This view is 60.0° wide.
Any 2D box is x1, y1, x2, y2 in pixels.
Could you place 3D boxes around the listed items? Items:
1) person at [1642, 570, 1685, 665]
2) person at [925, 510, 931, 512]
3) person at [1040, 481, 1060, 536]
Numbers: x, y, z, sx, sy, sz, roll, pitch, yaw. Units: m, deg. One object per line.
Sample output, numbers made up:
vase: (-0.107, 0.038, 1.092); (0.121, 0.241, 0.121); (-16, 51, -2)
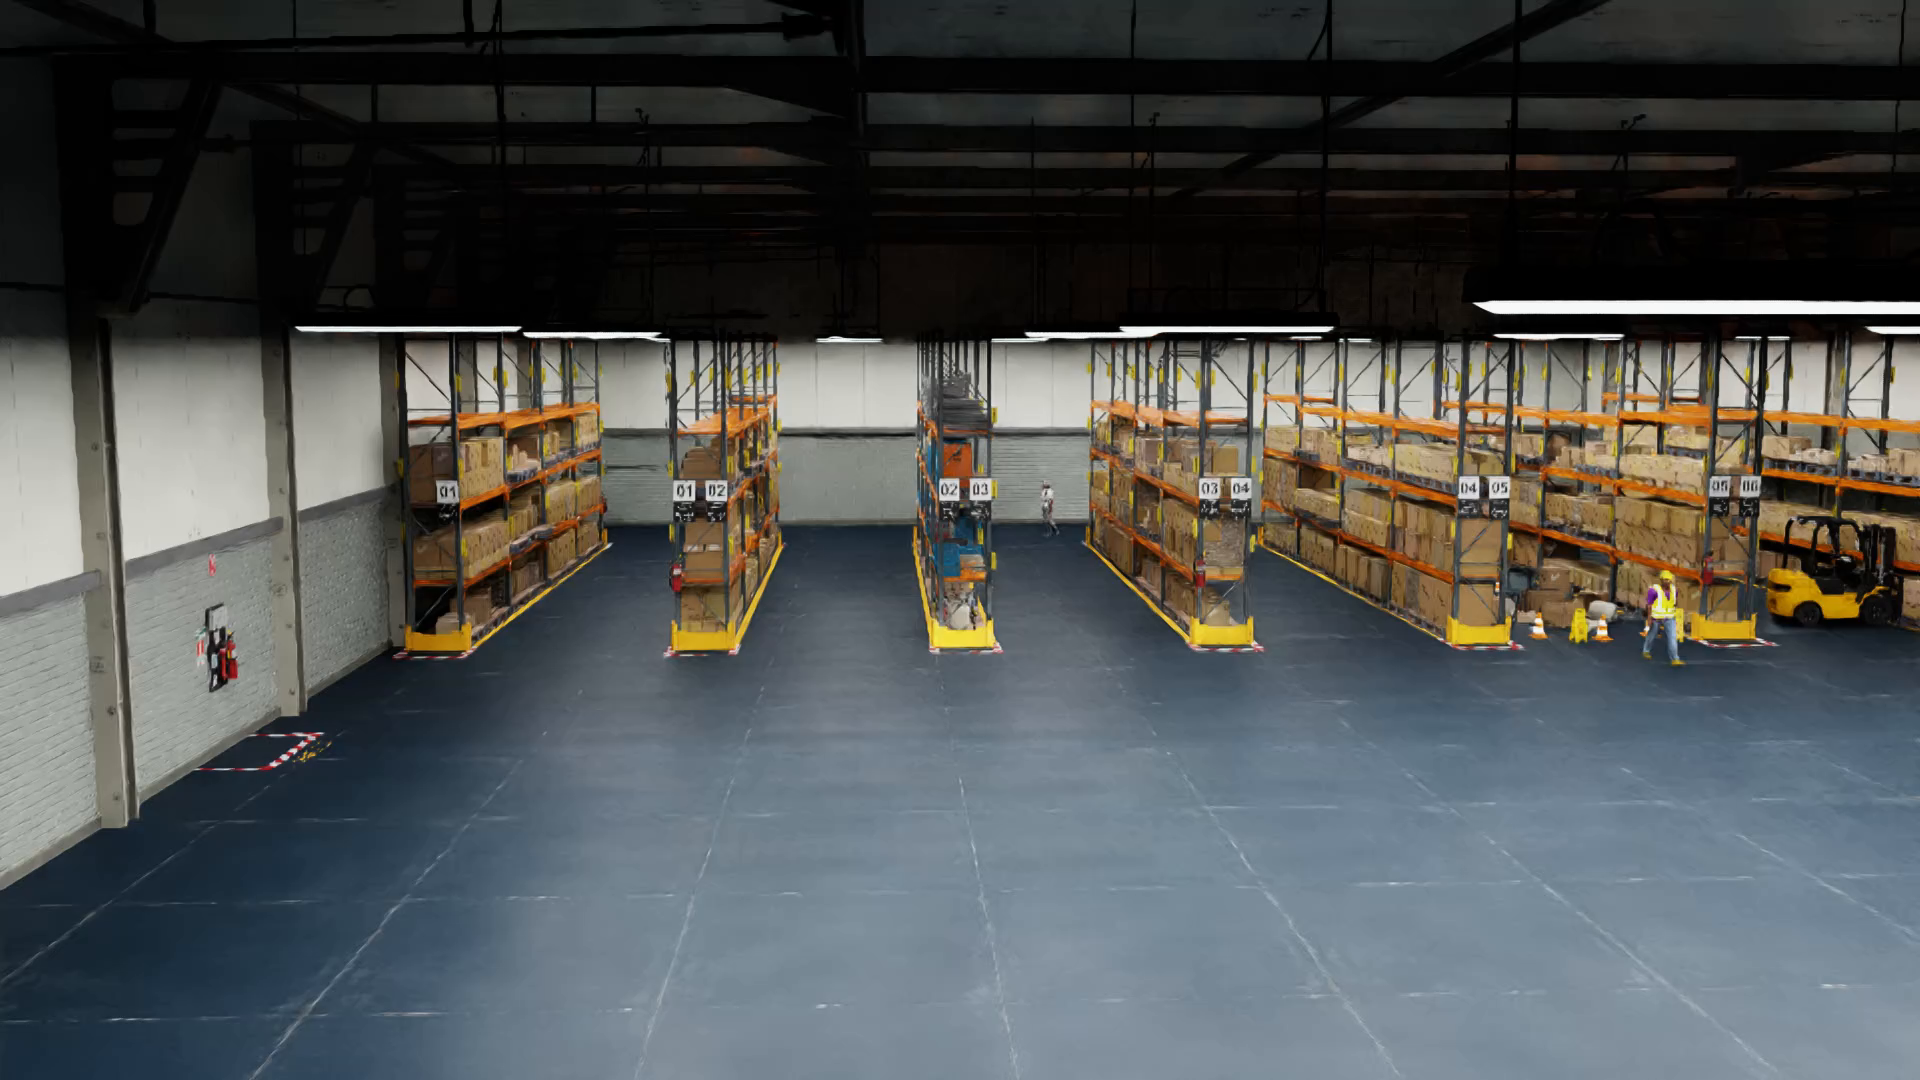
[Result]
person: (12.598, 1.364, 29.823); (0.575, 1.691, 1.121); (0, 7, -1)
person: (-0.533, -0.483, 45.685); (4.073, 1.670, 6.779); (5, 8, 34)
person: (2.674, -0.936, 49.466); (0.466, 1.654, 0.622); (-4, 8, -33)
